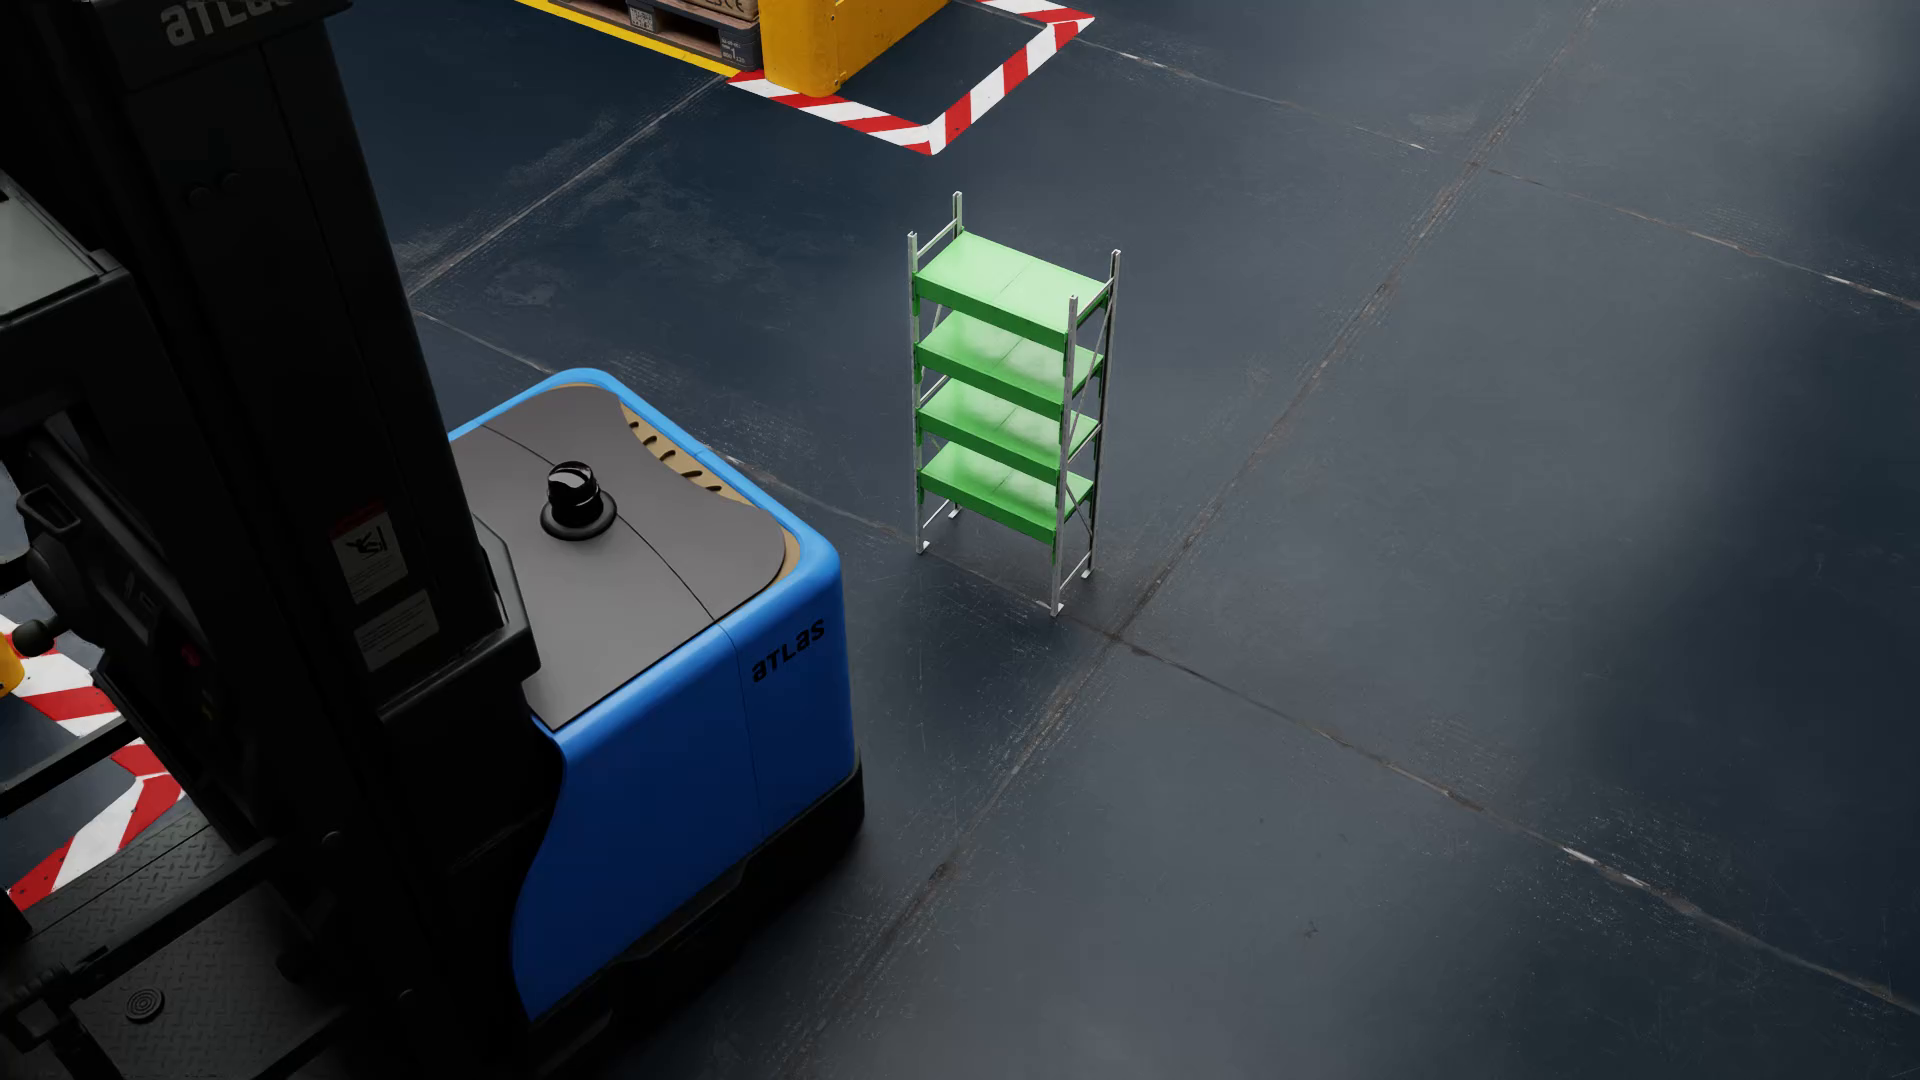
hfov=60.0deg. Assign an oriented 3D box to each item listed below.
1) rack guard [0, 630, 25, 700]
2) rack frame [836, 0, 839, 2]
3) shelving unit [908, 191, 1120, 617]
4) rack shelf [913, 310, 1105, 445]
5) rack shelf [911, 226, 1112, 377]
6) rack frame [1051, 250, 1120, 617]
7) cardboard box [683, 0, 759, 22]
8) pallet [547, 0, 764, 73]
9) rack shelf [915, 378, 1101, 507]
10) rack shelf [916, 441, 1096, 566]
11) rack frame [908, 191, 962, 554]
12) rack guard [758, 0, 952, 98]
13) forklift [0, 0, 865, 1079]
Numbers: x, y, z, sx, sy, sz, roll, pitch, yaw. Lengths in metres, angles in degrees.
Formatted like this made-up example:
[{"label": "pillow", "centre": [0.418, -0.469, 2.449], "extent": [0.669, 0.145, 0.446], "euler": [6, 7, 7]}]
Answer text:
[{"label": "rack guard", "centre": [-3.171, 0.503, 4.413], "extent": [0.348, 0.500, 1.175], "euler": [25, 51, 22]}, {"label": "rack frame", "centre": [-0.430, -3.337, 6.401], "extent": [0.127, 3.000, 1.000], "euler": [25, 51, 22]}, {"label": "shelving unit", "centre": [0.139, -0.354, 4.757], "extent": [0.503, 1.200, 0.258], "euler": [25, 51, 22]}, {"label": "rack shelf", "centre": [0.139, -0.477, 4.631], "extent": [0.480, 0.148, 0.258], "euler": [25, 51, 22]}, {"label": "rack shelf", "centre": [0.139, -0.644, 4.459], "extent": [0.480, 0.148, 0.258], "euler": [25, 51, 22]}, {"label": "rack frame", "centre": [0.345, -0.260, 4.666], "extent": [0.015, 1.200, 0.240], "euler": [25, 51, 22]}, {"label": "cardboard box", "centre": [-1.040, -2.786, 7.359], "extent": [0.875, 0.438, 0.875], "euler": [23, 50, 21]}, {"label": "pallet", "centre": [-1.146, -2.627, 7.656], "extent": [1.213, 0.211, 1.003], "euler": [25, 51, 22]}, {"label": "rack shelf", "centre": [0.139, -0.310, 4.803], "extent": [0.480, 0.148, 0.258], "euler": [25, 51, 22]}, {"label": "rack shelf", "centre": [0.139, -0.142, 4.975], "extent": [0.480, 0.148, 0.258], "euler": [25, 51, 22]}, {"label": "rack frame", "centre": [-0.066, -0.449, 4.849], "extent": [0.015, 1.200, 0.240], "euler": [25, 51, 22]}, {"label": "rack guard", "centre": [-0.410, -2.457, 7.288], "extent": [0.348, 0.500, 1.175], "euler": [25, 51, 22]}, {"label": "forklift", "centre": [-1.653, 0.256, 2.957], "extent": [3.031, 2.935, 1.130], "euler": [-36, 55, -29]}]
